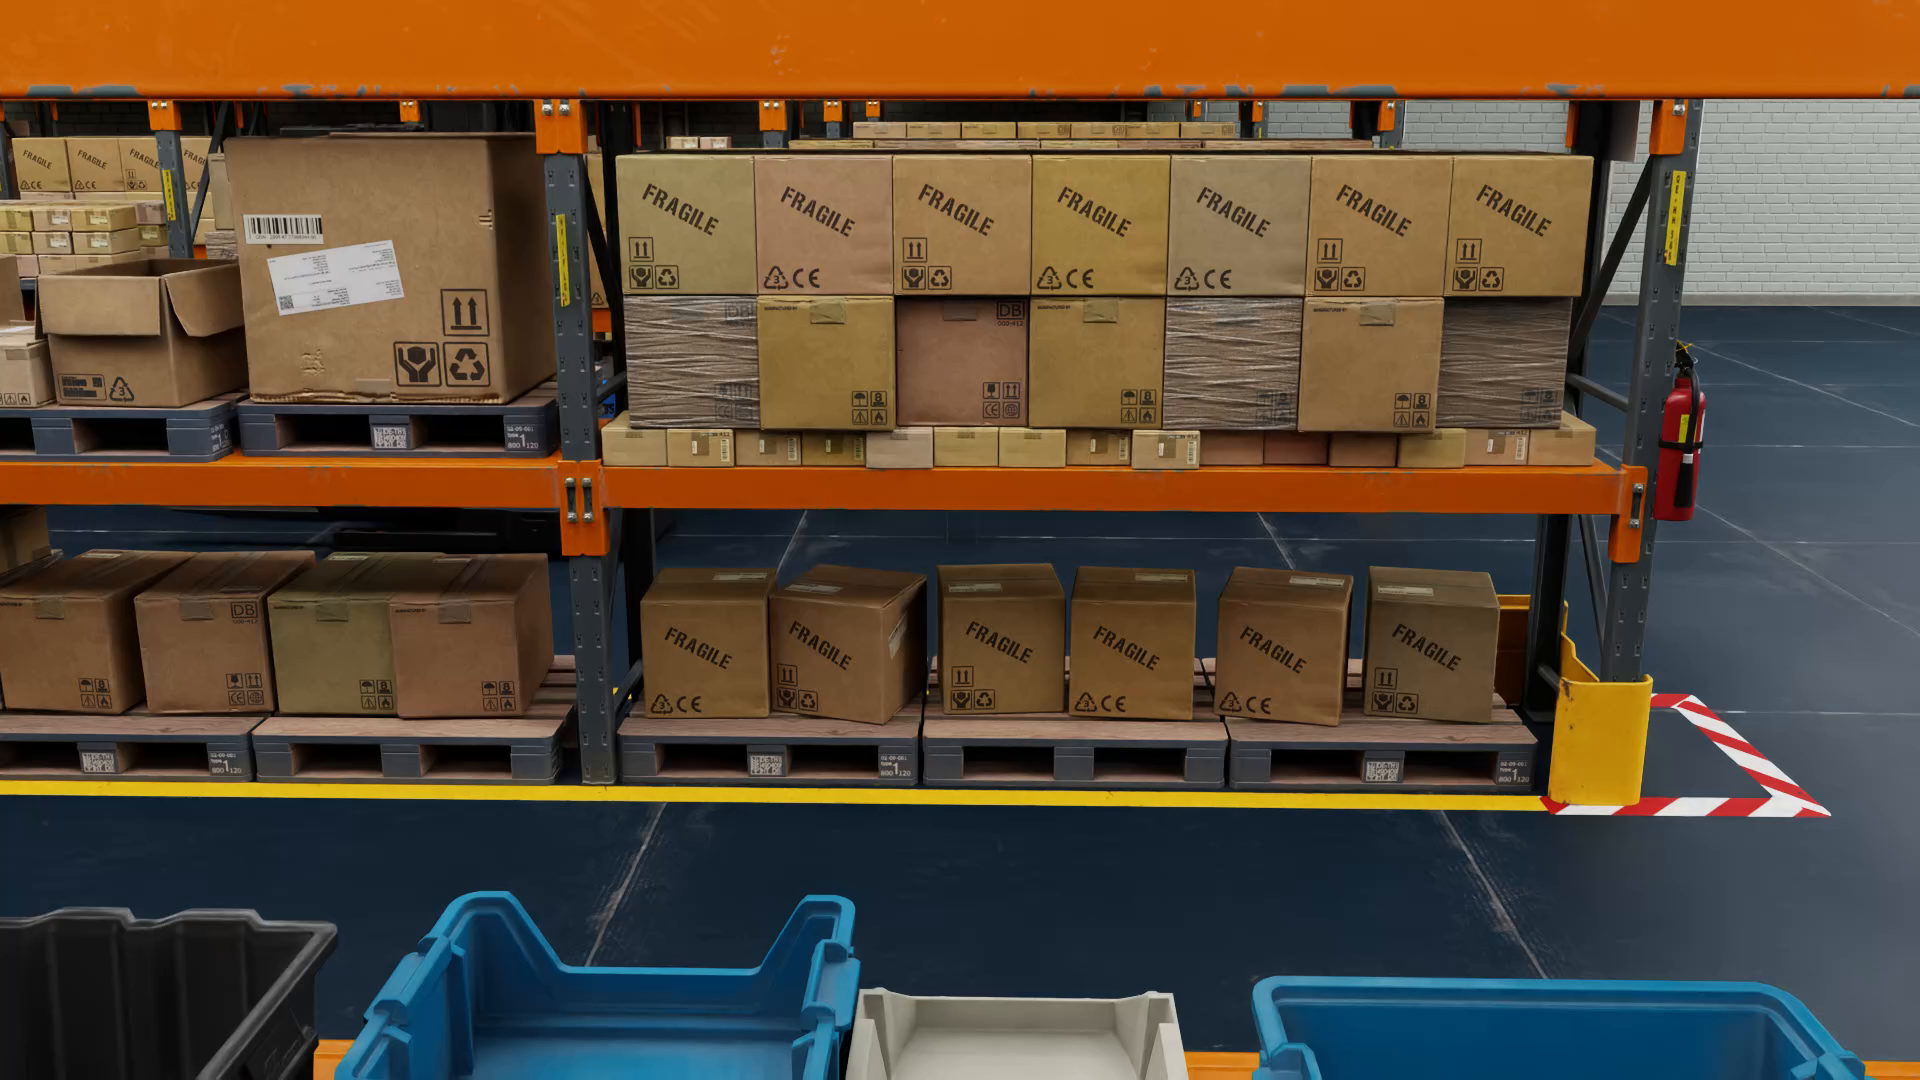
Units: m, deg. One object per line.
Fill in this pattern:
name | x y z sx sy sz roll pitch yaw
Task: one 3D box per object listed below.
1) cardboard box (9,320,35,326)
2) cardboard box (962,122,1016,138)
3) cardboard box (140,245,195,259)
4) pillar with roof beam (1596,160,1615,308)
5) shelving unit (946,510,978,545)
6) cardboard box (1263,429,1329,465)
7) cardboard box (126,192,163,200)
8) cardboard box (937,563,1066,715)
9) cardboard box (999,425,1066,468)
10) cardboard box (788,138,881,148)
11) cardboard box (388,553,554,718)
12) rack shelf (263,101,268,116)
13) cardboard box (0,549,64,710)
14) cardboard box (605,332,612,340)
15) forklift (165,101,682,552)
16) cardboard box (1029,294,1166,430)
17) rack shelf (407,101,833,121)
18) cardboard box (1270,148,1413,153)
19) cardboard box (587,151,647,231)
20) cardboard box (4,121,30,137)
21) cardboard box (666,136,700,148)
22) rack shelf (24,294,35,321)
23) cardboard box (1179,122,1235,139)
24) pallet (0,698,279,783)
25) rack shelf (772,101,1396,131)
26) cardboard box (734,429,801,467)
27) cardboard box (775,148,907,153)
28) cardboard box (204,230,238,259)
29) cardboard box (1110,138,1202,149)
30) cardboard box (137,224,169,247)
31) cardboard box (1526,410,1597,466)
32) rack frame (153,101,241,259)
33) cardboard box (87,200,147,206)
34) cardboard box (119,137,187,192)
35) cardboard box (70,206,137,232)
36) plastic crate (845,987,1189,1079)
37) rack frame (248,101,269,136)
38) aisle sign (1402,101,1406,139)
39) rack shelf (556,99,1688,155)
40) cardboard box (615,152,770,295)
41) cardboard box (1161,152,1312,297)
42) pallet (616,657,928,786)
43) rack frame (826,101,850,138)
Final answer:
cardboard box | -3.755 -0.818 7.003 0.258 0.266 0.396 0 15 0
cardboard box | 0.269 -3.722 15.828 0.500 0.500 0.700 0 15 0
cardboard box | -5.643 -2.023 11.796 0.250 0.149 0.380 0 15 1
pillar with roof beam | 8.160 -6.362 16.812 0.400 9.000 9.100 0 15 1
shelving unit | 0.014 -0.580 10.187 0.189 1.200 0.258 0 15 1
cardboard box | 1.279 -0.406 6.492 0.250 0.149 0.380 0 15 1
cardboard box | -7.716 -3.264 16.145 0.500 0.250 0.500 1 15 2
cardboard box | 0.164 0.408 6.991 0.500 0.500 0.500 -1 15 -4
cardboard box | 0.277 -0.390 6.432 0.250 0.149 0.380 0 15 1
cardboard box | -0.834 -2.444 11.313 0.550 0.550 0.875 0 15 1
cardboard box | -2.043 0.390 7.019 0.500 0.500 0.700 -1 15 -3
rack shelf | -7.052 -5.531 20.955 4.000 0.370 1.077 0 15 1
cardboard box | -4.203 0.373 7.083 0.500 0.500 0.700 -1 15 -3
cardboard box | -3.115 -2.067 16.621 0.625 0.372 0.950 1 15 3
forklift | -3.334 -1.445 10.072 3.031 2.935 1.130 1 15 4
cardboard box | 0.519 -0.766 6.585 0.500 0.500 0.875 0 15 1
rack shelf | -3.176 -4.239 16.058 4.000 0.370 1.077 0 15 1
cardboard box | 1.526 -1.324 6.739 0.500 0.500 0.500 0 15 1
cardboard box | -2.213 -2.397 11.389 0.500 0.500 0.700 0 15 0
cardboard box | -9.483 -4.089 16.532 0.250 0.149 0.380 0 15 1
cardboard box | -2.726 -3.907 16.393 0.250 0.149 0.380 1 15 5
rack shelf | -7.200 -1.552 11.752 4.000 0.370 1.077 0 15 1
cardboard box | 2.306 -3.721 15.824 0.500 0.500 0.700 0 15 0
pallet | -3.431 0.740 7.121 1.213 0.211 1.003 0 15 1
rack shelf | 0.797 -2.950 11.172 4.000 0.370 1.077 0 15 1
cardboard box | -0.722 -0.397 6.458 0.250 0.149 0.380 0 15 1
cardboard box | -0.473 -1.336 6.786 0.500 0.500 0.500 0 15 1
cardboard box | -4.759 -1.863 11.326 0.500 0.500 0.500 1 15 2
cardboard box | 1.318 -2.460 11.373 0.550 0.550 0.875 0 15 1
cardboard box | -5.679 -2.166 11.757 0.250 0.149 0.380 1 15 4
cardboard box | 2.279 -0.398 6.461 0.250 0.149 0.380 0 15 1
rack frame | -5.201 -1.887 11.611 0.127 3.000 1.000 0 15 1
cardboard box | -5.927 -2.309 11.716 0.250 0.149 0.380 0 15 0
cardboard box | -7.731 -3.631 16.067 0.500 0.500 0.500 0 15 0
cardboard box | -5.703 -2.142 11.082 0.250 0.149 0.380 0 15 -1
plastic crate | 0.073 0.740 2.171 0.437 0.136 0.530 0 15 1
rack frame | -9.051 -4.442 21.295 0.127 3.000 1.000 0 15 1
aisle sign | 2.860 -3.015 10.790 0.004 0.787 0.394 0 15 1
rack shelf | 0.570 -1.686 6.380 4.000 0.370 1.077 0 15 1
cardboard box | -0.986 -1.204 6.285 0.500 0.500 0.500 0 15 1
cardboard box | 1.013 -1.192 6.240 0.500 0.500 0.500 0 15 1
pallet | -0.758 0.747 7.094 1.213 0.211 1.003 0 15 1
rack frame | -1.177 -3.124 16.299 0.127 3.000 1.000 0 15 1
